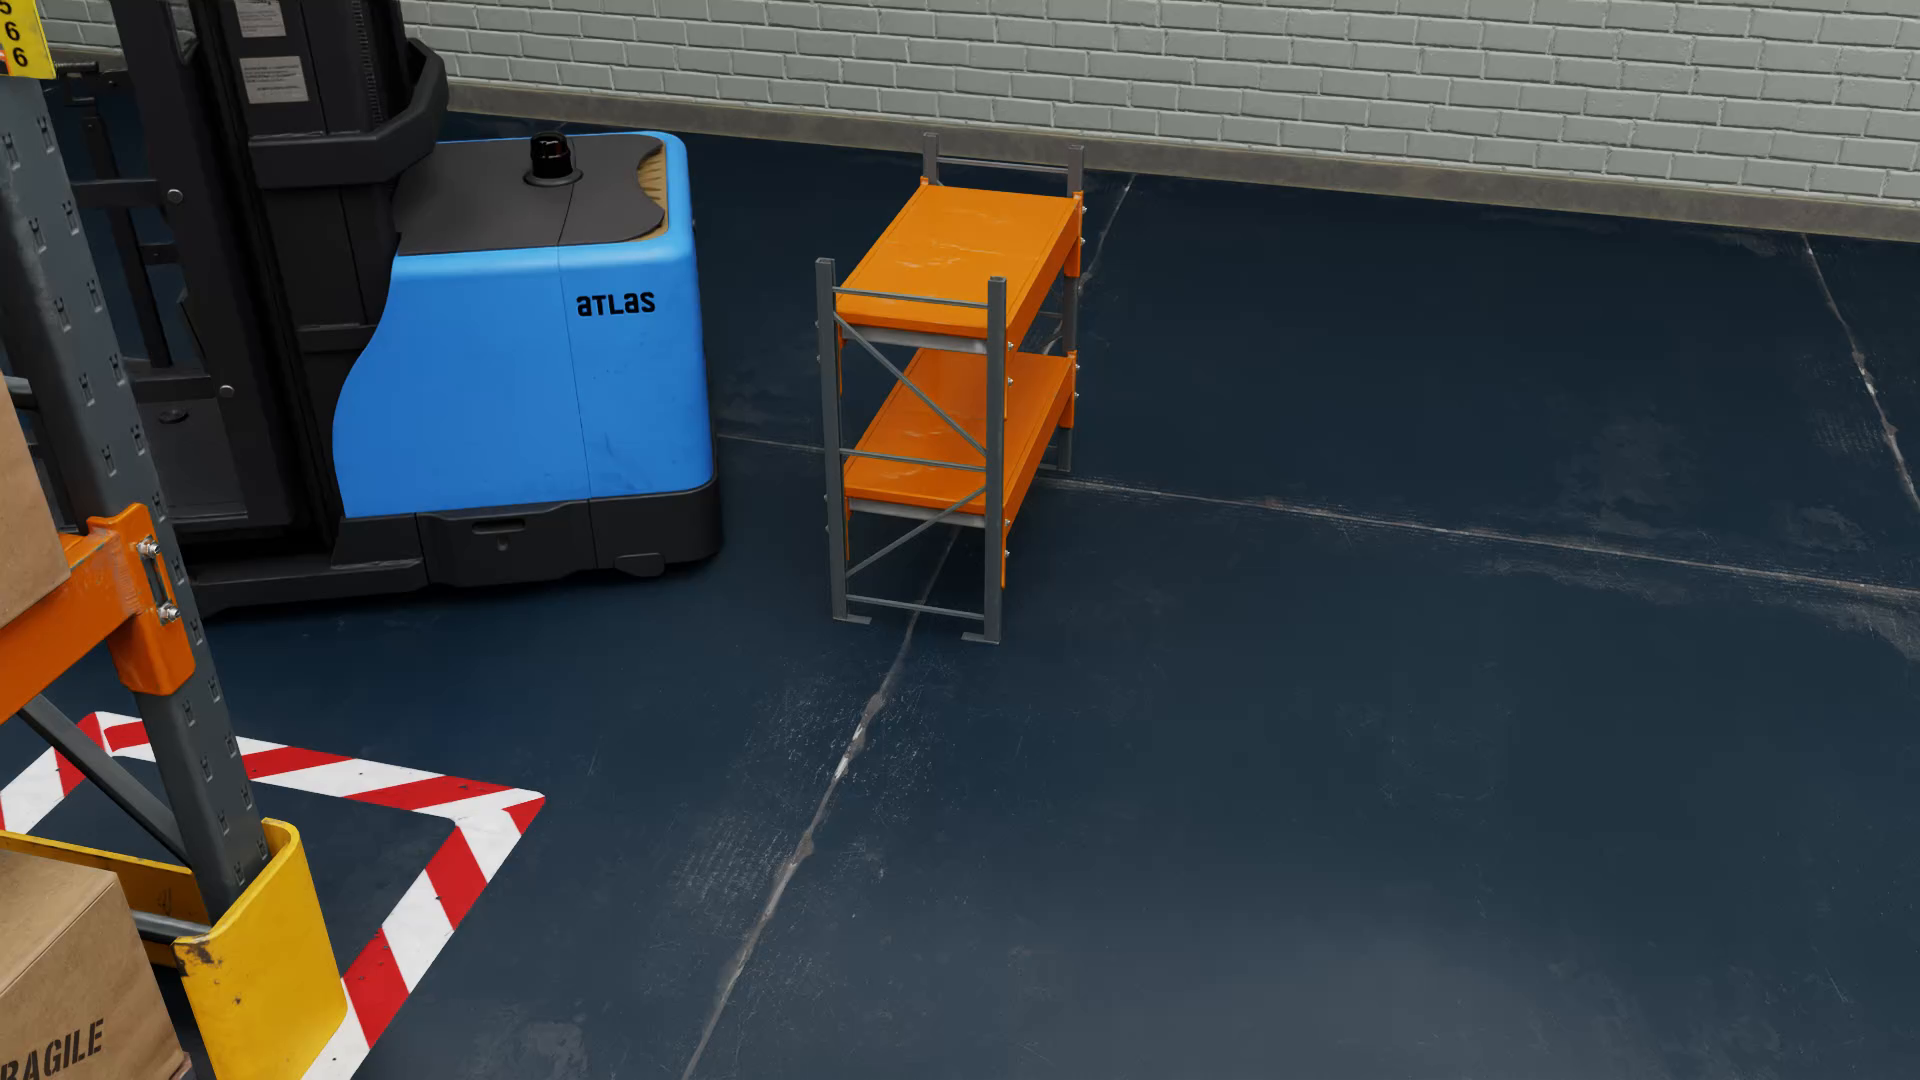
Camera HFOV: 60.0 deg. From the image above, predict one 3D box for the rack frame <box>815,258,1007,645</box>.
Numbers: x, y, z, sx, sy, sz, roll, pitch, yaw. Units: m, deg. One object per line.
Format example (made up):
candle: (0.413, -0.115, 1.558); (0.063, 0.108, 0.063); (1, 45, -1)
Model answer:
rack frame: (-0.127, -0.214, 4.539); (0.500, 1.125, 0.032); (8, 33, 12)

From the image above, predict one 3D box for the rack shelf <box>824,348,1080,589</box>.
rack shelf: (0.002, -0.272, 5.085); (0.538, 0.278, 1.000); (8, 33, 12)

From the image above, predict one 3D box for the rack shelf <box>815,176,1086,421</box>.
rack shelf: (0.002, -0.725, 4.797); (0.538, 0.278, 1.000); (8, 33, 12)

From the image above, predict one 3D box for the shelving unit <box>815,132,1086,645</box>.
shelving unit: (0.002, -0.478, 4.954); (0.538, 1.125, 1.048); (8, 33, 12)

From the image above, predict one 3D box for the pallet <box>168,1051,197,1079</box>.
pallet: (-2.133, 1.343, 2.941); (1.003, 0.211, 1.213); (8, 33, 12)

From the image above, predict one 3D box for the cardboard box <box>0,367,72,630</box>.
cardboard box: (-1.763, -0.060, 2.455); (0.500, 0.500, 0.500); (9, 34, 14)

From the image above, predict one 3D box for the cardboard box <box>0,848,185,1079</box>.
cardboard box: (-1.812, 0.898, 2.962); (0.500, 0.500, 0.500); (8, 33, 12)

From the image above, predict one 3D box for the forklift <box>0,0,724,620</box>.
forklift: (-2.289, -1.269, 4.513); (3.031, 2.935, 1.130); (-5, 33, -8)

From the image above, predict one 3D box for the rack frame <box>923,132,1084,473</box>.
rack frame: (0.131, -0.742, 5.369); (0.500, 1.125, 0.032); (8, 33, 12)

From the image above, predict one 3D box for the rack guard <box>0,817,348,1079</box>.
rack guard: (-1.932, 0.807, 3.514); (1.175, 0.500, 0.348); (8, 33, 12)

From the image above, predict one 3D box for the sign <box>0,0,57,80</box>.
sign: (-1.381, -0.823, 2.375); (0.100, 0.325, 0.005); (8, 33, 12)

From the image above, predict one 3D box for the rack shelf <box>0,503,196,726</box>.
rack shelf: (-2.420, 1.054, 1.466); (1.077, 0.370, 4.000); (8, 33, 12)

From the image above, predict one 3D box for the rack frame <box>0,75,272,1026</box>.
rack frame: (-1.912, -0.287, 2.906); (1.000, 3.000, 0.127); (8, 33, 12)
